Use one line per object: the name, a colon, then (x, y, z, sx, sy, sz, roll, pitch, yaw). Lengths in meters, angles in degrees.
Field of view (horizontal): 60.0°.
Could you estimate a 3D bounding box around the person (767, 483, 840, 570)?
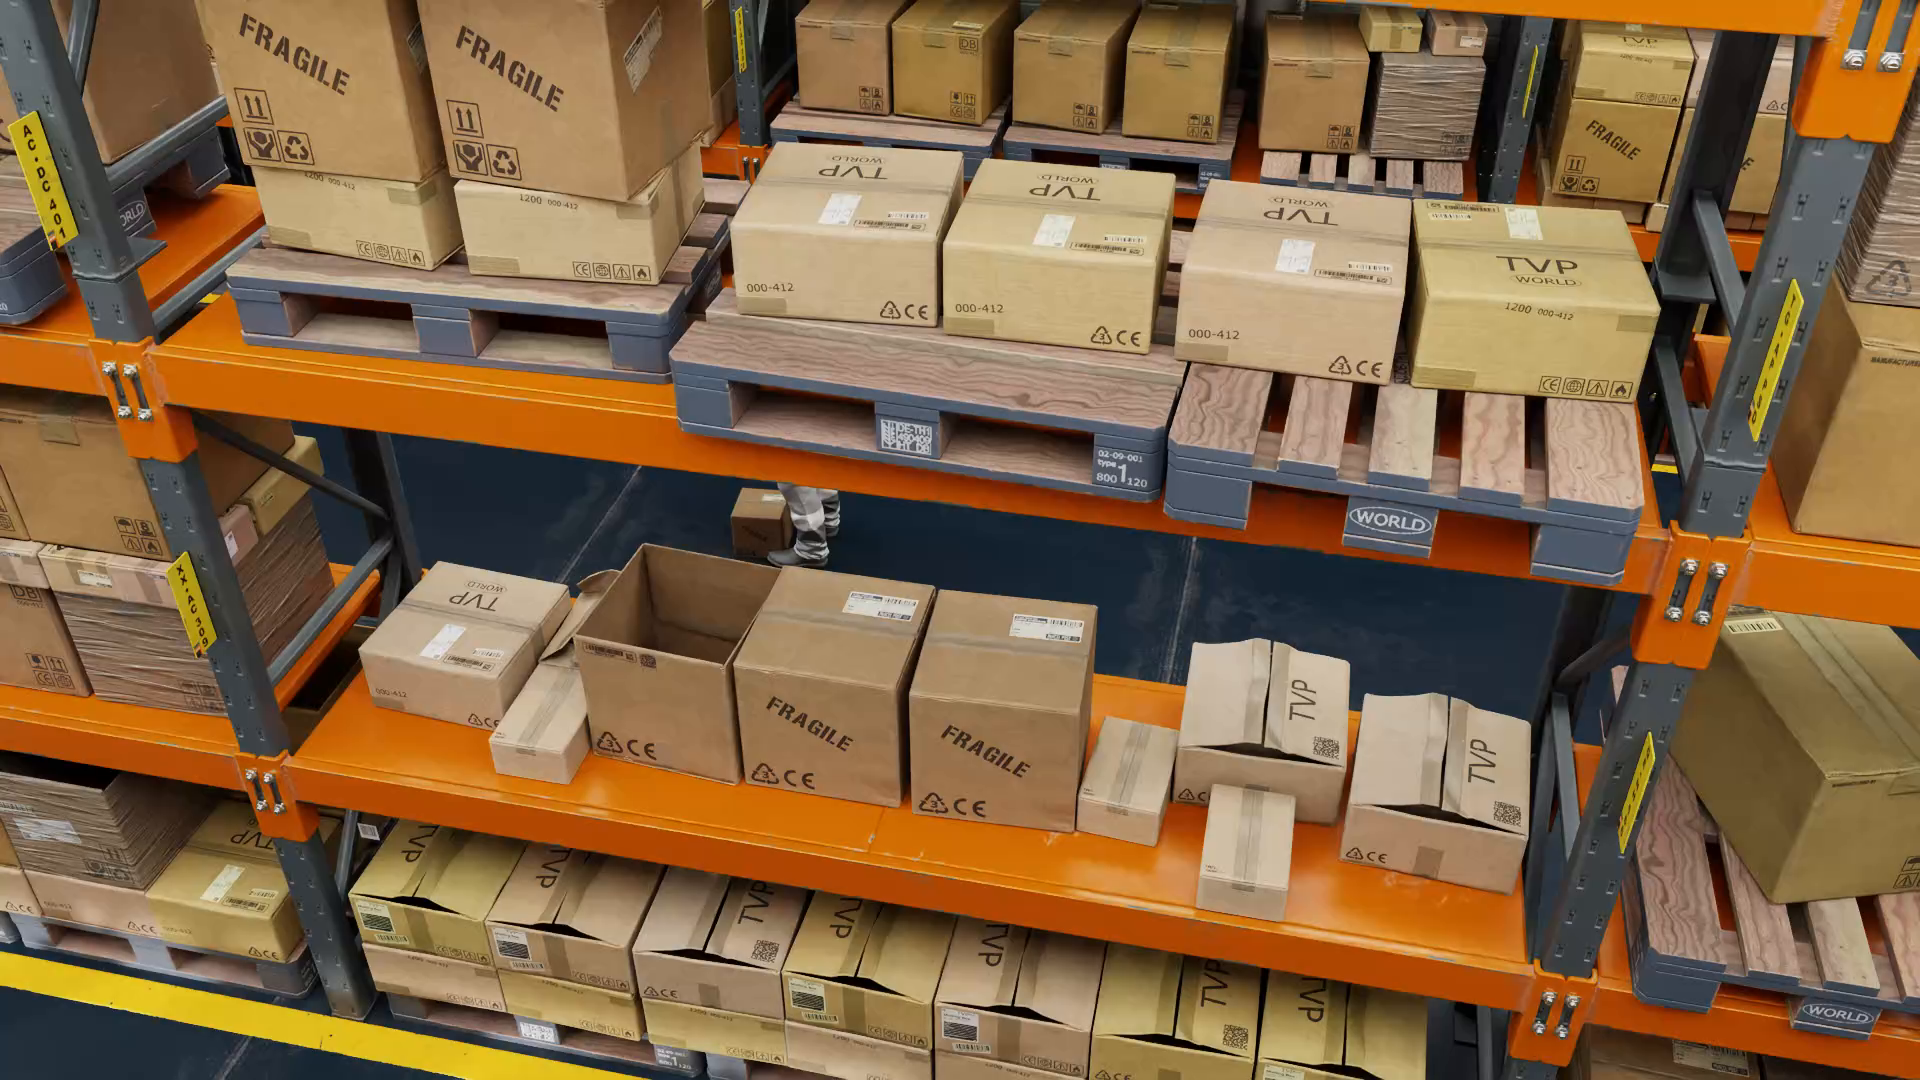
person: (-0.773, -0.658, 7.849, 0.446, 1.780, 0.623, 6, 37, 8)
